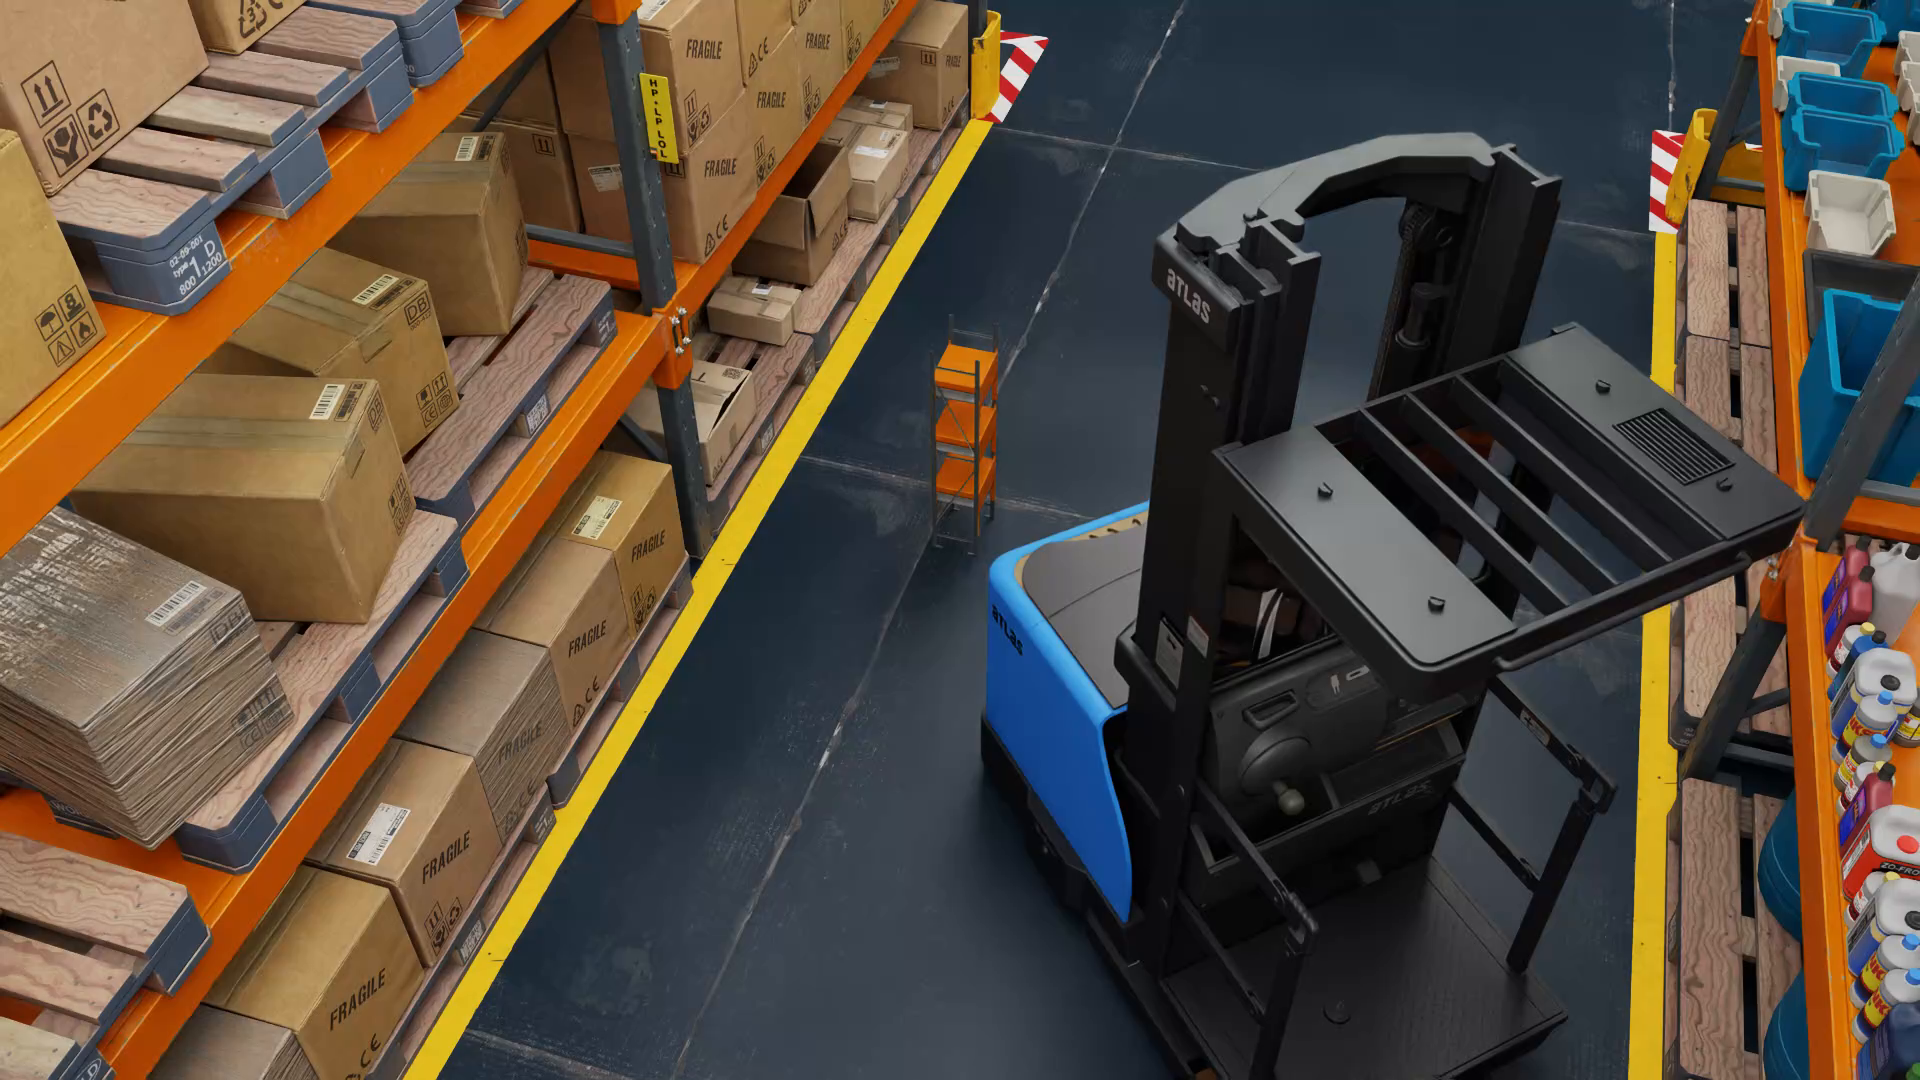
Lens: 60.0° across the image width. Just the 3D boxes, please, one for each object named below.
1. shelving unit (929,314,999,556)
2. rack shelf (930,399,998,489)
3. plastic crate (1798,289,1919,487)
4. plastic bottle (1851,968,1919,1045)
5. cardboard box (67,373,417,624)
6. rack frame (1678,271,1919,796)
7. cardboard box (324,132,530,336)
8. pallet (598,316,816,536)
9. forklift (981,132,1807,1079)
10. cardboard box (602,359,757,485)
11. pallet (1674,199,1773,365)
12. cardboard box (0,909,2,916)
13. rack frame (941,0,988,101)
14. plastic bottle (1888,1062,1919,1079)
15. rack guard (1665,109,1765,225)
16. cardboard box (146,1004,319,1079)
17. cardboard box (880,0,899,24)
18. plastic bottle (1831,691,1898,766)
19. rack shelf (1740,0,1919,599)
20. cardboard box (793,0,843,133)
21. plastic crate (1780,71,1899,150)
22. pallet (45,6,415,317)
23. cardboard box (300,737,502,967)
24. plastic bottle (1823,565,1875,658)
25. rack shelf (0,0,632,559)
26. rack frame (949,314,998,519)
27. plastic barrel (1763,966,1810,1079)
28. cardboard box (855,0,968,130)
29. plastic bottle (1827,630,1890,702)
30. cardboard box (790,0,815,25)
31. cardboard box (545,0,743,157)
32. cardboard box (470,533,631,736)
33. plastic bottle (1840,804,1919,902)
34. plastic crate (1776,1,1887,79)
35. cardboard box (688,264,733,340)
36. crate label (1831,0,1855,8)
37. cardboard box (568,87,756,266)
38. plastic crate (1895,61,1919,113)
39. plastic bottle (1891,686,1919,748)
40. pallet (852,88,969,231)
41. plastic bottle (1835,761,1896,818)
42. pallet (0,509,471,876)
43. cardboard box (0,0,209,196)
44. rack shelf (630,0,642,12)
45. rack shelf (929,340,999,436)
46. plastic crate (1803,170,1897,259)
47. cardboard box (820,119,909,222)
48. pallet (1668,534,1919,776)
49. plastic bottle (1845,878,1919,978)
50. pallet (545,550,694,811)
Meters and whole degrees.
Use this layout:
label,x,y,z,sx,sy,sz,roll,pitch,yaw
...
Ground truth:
label,x,y,z,sx,sy,sz,roll,pitch,yaw
shelving unit,0.016,-0.411,6.818,0.215,1.050,0.252,13,46,12
rack shelf,0.016,-0.403,6.826,0.215,0.259,0.240,13,46,12
plastic crate,2.987,-0.474,5.457,0.392,0.384,0.575,13,46,13
plastic bottle,2.226,1.107,3.965,0.097,0.271,0.097,0,44,0
cardboard box,-2.025,-0.122,4.757,0.700,0.500,0.500,2,44,2
rack frame,3.171,-0.075,5.081,1.000,3.000,0.127,13,46,13
cardboard box,-1.905,-1.044,5.700,0.700,0.500,0.500,-1,44,-1
pallet,-1.340,-0.588,7.599,1.003,0.211,1.213,13,46,13
forklift,1.196,0.547,4.494,1.130,2.935,3.031,-20,48,-19
cardboard box,-1.215,-0.557,7.181,0.500,0.311,0.500,13,46,13
pallet,4.096,-1.203,8.228,1.003,0.211,1.213,13,46,13
cardboard box,-2.677,0.910,3.703,0.700,0.500,0.500,-1,44,-1
rack frame,-0.337,-3.793,8.880,1.000,3.000,0.127,13,46,13
plastic bottle,2.118,1.299,3.760,0.061,0.283,0.133,13,46,13
rack guard,4.377,-1.867,8.699,1.175,0.500,0.348,13,46,13
cardboard box,-2.197,1.683,4.757,0.500,0.500,0.500,11,45,11
cardboard box,-0.524,-2.795,7.789,0.500,0.500,0.500,13,46,13
plastic bottle,2.496,0.514,4.571,0.097,0.271,0.097,0,44,0
rack shelf,3.777,-1.151,6.695,1.077,0.370,4.000,13,46,13
cardboard box,-0.829,-2.119,7.099,0.500,0.500,0.500,12,46,12
plastic crate,3.595,-1.730,6.849,0.416,0.233,0.300,13,46,13
pallet,-2.124,-1.020,4.036,1.213,0.211,1.003,13,46,13
cardboard box,-1.887,1.000,5.455,0.500,0.500,0.500,11,45,11
plastic bottle,2.613,0.210,4.874,0.061,0.283,0.133,13,46,13
rack shelf,-2.154,-0.609,3.996,1.077,0.370,4.000,13,46,13
rack frame,0.053,-0.492,6.901,0.200,1.050,0.008,13,46,12
plastic barrel,2.776,1.356,4.819,0.600,0.901,0.708,13,46,13
cardboard box,-0.267,-2.642,9.177,0.500,0.500,0.500,13,46,13
plastic bottle,2.566,0.360,4.729,0.097,0.271,0.097,0,44,0
cardboard box,-0.826,-2.461,6.733,0.500,0.500,0.500,11,46,11
cardboard box,-1.138,-1.774,6.031,0.500,0.500,0.500,14,46,14
cardboard box,-1.583,0.327,6.143,0.500,0.500,0.500,13,46,13
plastic bottle,2.387,0.814,4.261,0.152,0.276,0.135,13,46,13
plastic crate,3.794,-2.169,7.298,0.416,0.233,0.300,13,46,13
cardboard box,-1.419,-1.263,7.903,0.500,0.311,0.500,13,46,13
crate label,3.994,-2.608,7.746,0.416,0.233,0.303,13,46,13
cardboard box,-1.135,-1.444,6.409,0.500,0.500,0.500,14,46,14
plastic crate,4.206,-1.896,7.088,0.396,0.136,0.243,13,46,13
plastic bottle,2.681,0.482,4.654,0.097,0.201,0.097,0,44,0
pallet,-0.601,-2.214,9.261,1.003,0.211,1.213,13,46,13
plastic bottle,2.437,0.669,4.463,0.097,0.201,0.097,0,44,0
pallet,-2.175,0.311,4.824,1.003,0.211,1.213,13,46,13
cardboard box,-2.173,-1.211,3.653,0.600,0.600,0.600,11,45,11
rack shelf,-0.943,-3.275,6.721,1.077,0.370,4.000,13,46,13
rack shelf,0.016,-0.606,6.627,0.215,0.259,0.240,13,46,12
plastic crate,3.412,-1.227,6.403,0.293,0.136,0.466,13,46,13
cardboard box,-0.583,-1.926,8.624,0.500,0.250,0.500,13,46,13
pallet,3.357,0.423,6.566,1.003,0.211,1.213,13,46,13
plastic bottle,2.317,0.969,4.103,0.152,0.276,0.135,13,46,13
pallet,-1.759,0.420,6.569,1.003,0.211,1.213,13,46,13
